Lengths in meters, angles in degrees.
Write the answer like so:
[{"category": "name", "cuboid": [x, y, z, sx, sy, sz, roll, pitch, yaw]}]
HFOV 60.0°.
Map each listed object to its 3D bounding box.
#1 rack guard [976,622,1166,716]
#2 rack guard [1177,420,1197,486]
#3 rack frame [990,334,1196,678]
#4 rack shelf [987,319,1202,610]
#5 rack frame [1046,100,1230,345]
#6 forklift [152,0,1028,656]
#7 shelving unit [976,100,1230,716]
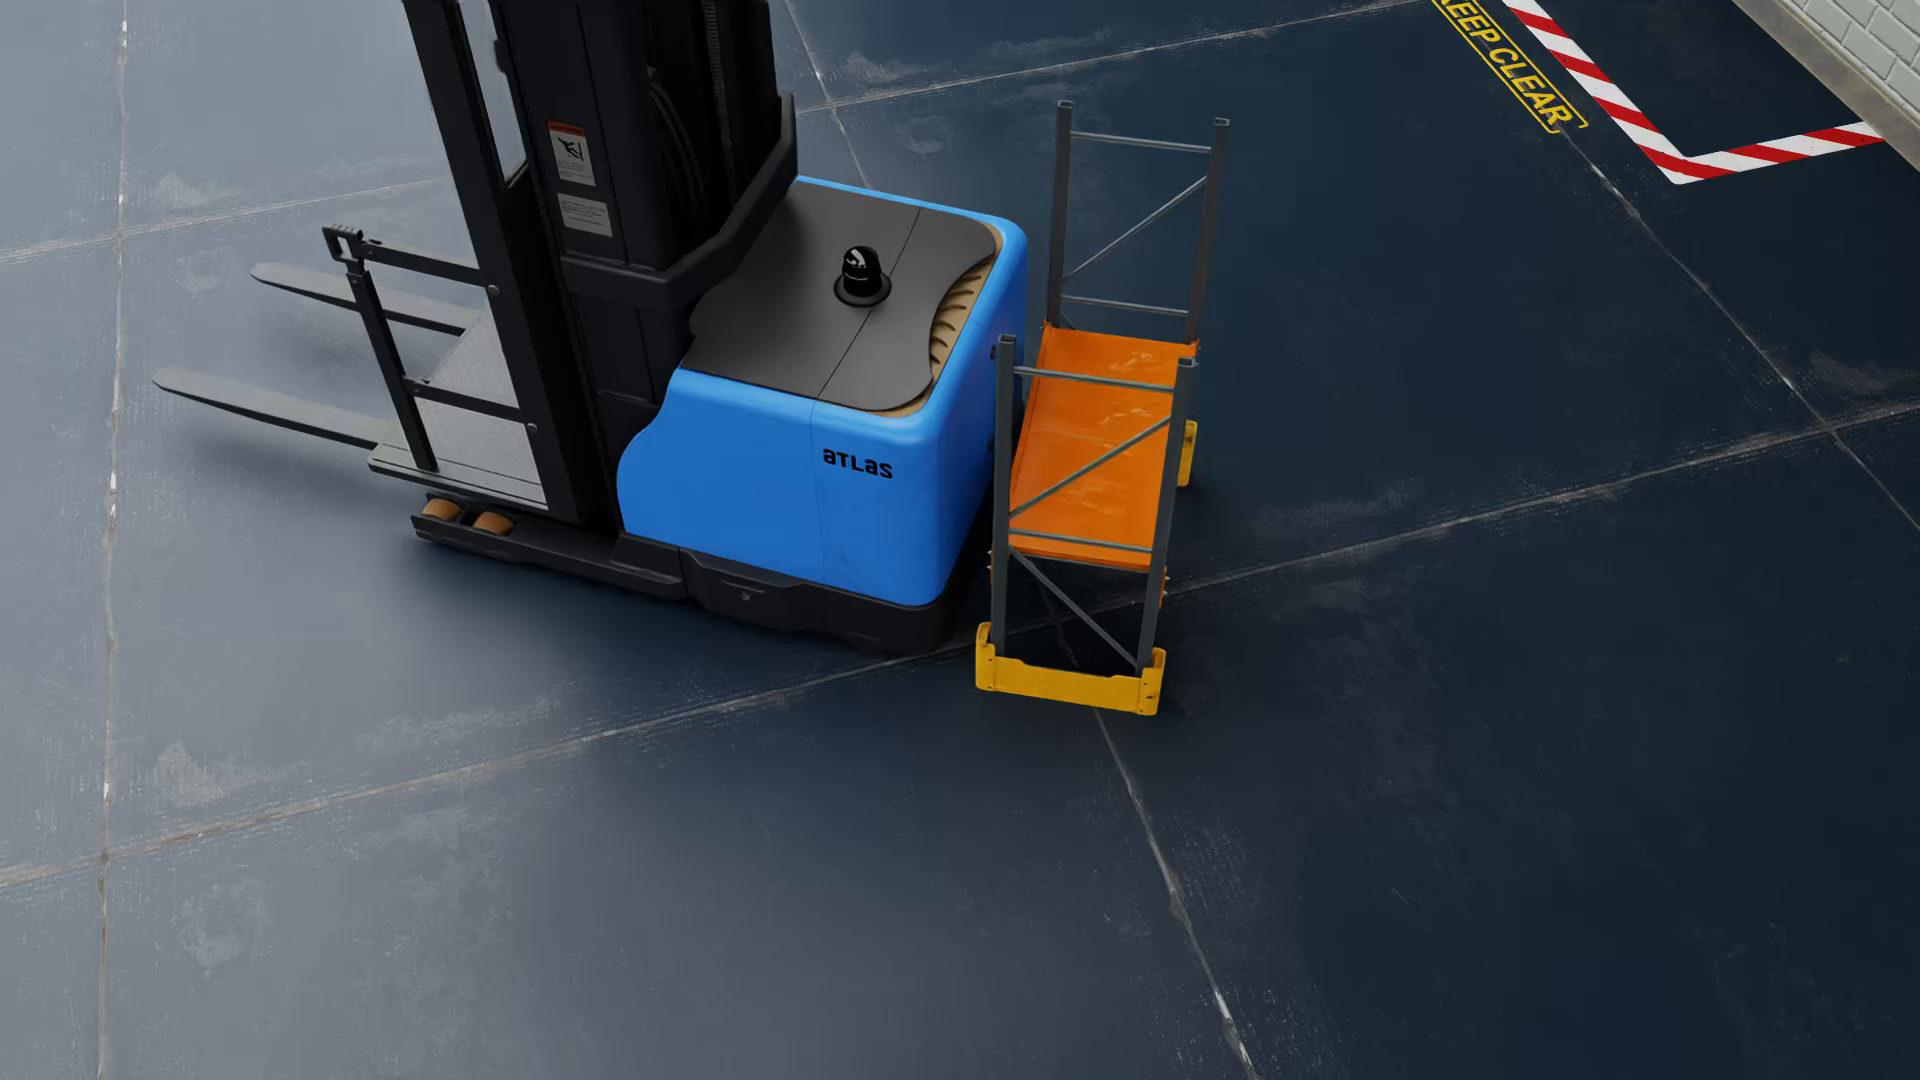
[{"category": "rack guard", "cuboid": [0.343, 0.407, 5.244, 0.587, 0.250, 0.087, 8, 50, 7]}, {"category": "rack guard", "cuboid": [0.529, -0.341, 5.874, 0.587, 0.250, 0.087, 8, 50, 7]}, {"category": "rack frame", "cuboid": [0.343, 0.005, 4.765, 0.500, 1.500, 0.032, 8, 50, 7]}, {"category": "rack shelf", "cuboid": [0.438, -0.261, 5.224, 0.538, 0.185, 1.000, 8, 50, 7]}, {"category": "rack frame", "cuboid": [0.533, -0.759, 5.409, 0.500, 1.500, 0.032, 8, 50, 7]}, {"category": "forklift", "cuboid": [-1.348, -1.250, 4.886, 3.031, 2.935, 1.130, 14, 51, 12]}, {"category": "shelving unit", "cuboid": [0.436, -0.370, 5.081, 0.587, 1.500, 1.083, 8, 50, 7]}]
